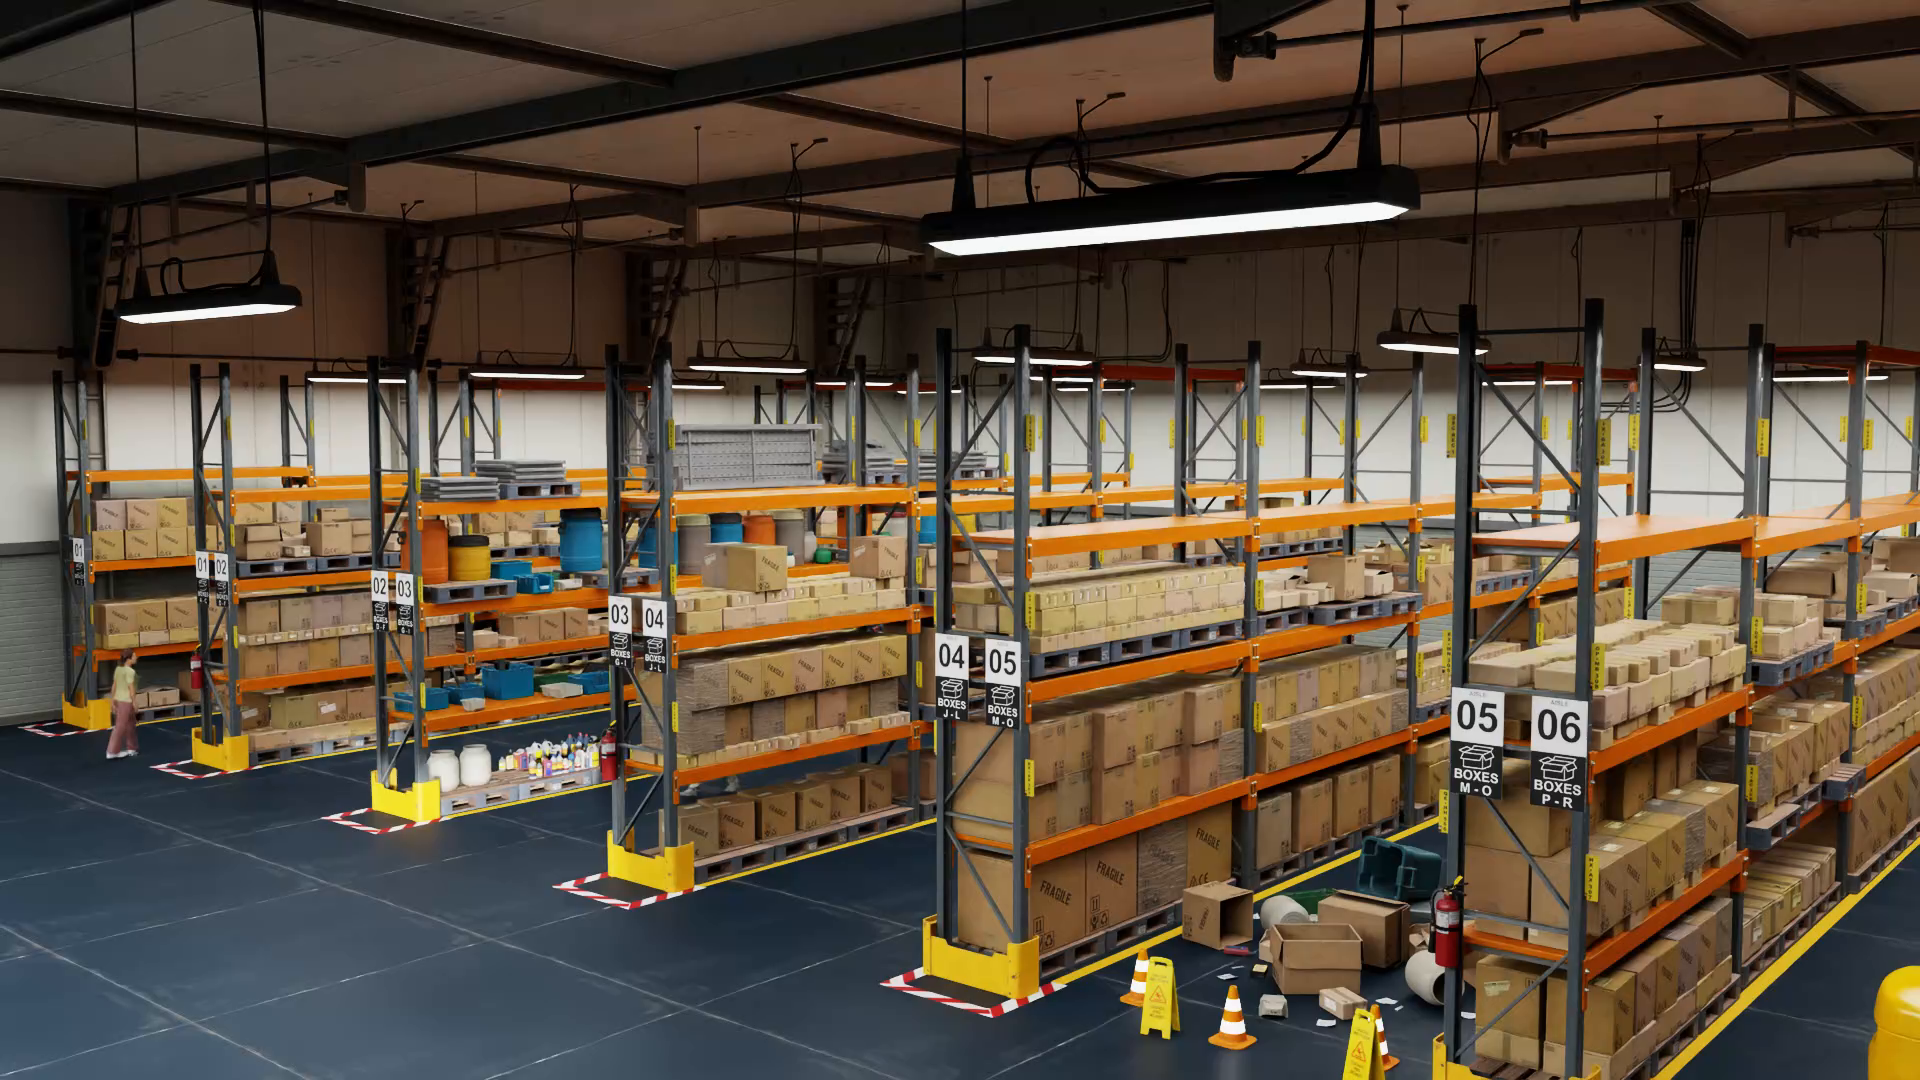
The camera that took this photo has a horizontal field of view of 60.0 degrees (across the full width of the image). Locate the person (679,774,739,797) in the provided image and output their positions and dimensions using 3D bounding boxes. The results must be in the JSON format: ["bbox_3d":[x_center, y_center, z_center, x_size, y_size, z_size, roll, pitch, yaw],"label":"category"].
[{"bbox_3d":[-3.416,2.640,22.762,0.590,1.728,0.962,3,5,36],"label":"person"}]

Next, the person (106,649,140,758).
[{"bbox_3d":[-12.772,2.525,25.425,0.483,1.715,0.593,3,5,37],"label":"person"}]
